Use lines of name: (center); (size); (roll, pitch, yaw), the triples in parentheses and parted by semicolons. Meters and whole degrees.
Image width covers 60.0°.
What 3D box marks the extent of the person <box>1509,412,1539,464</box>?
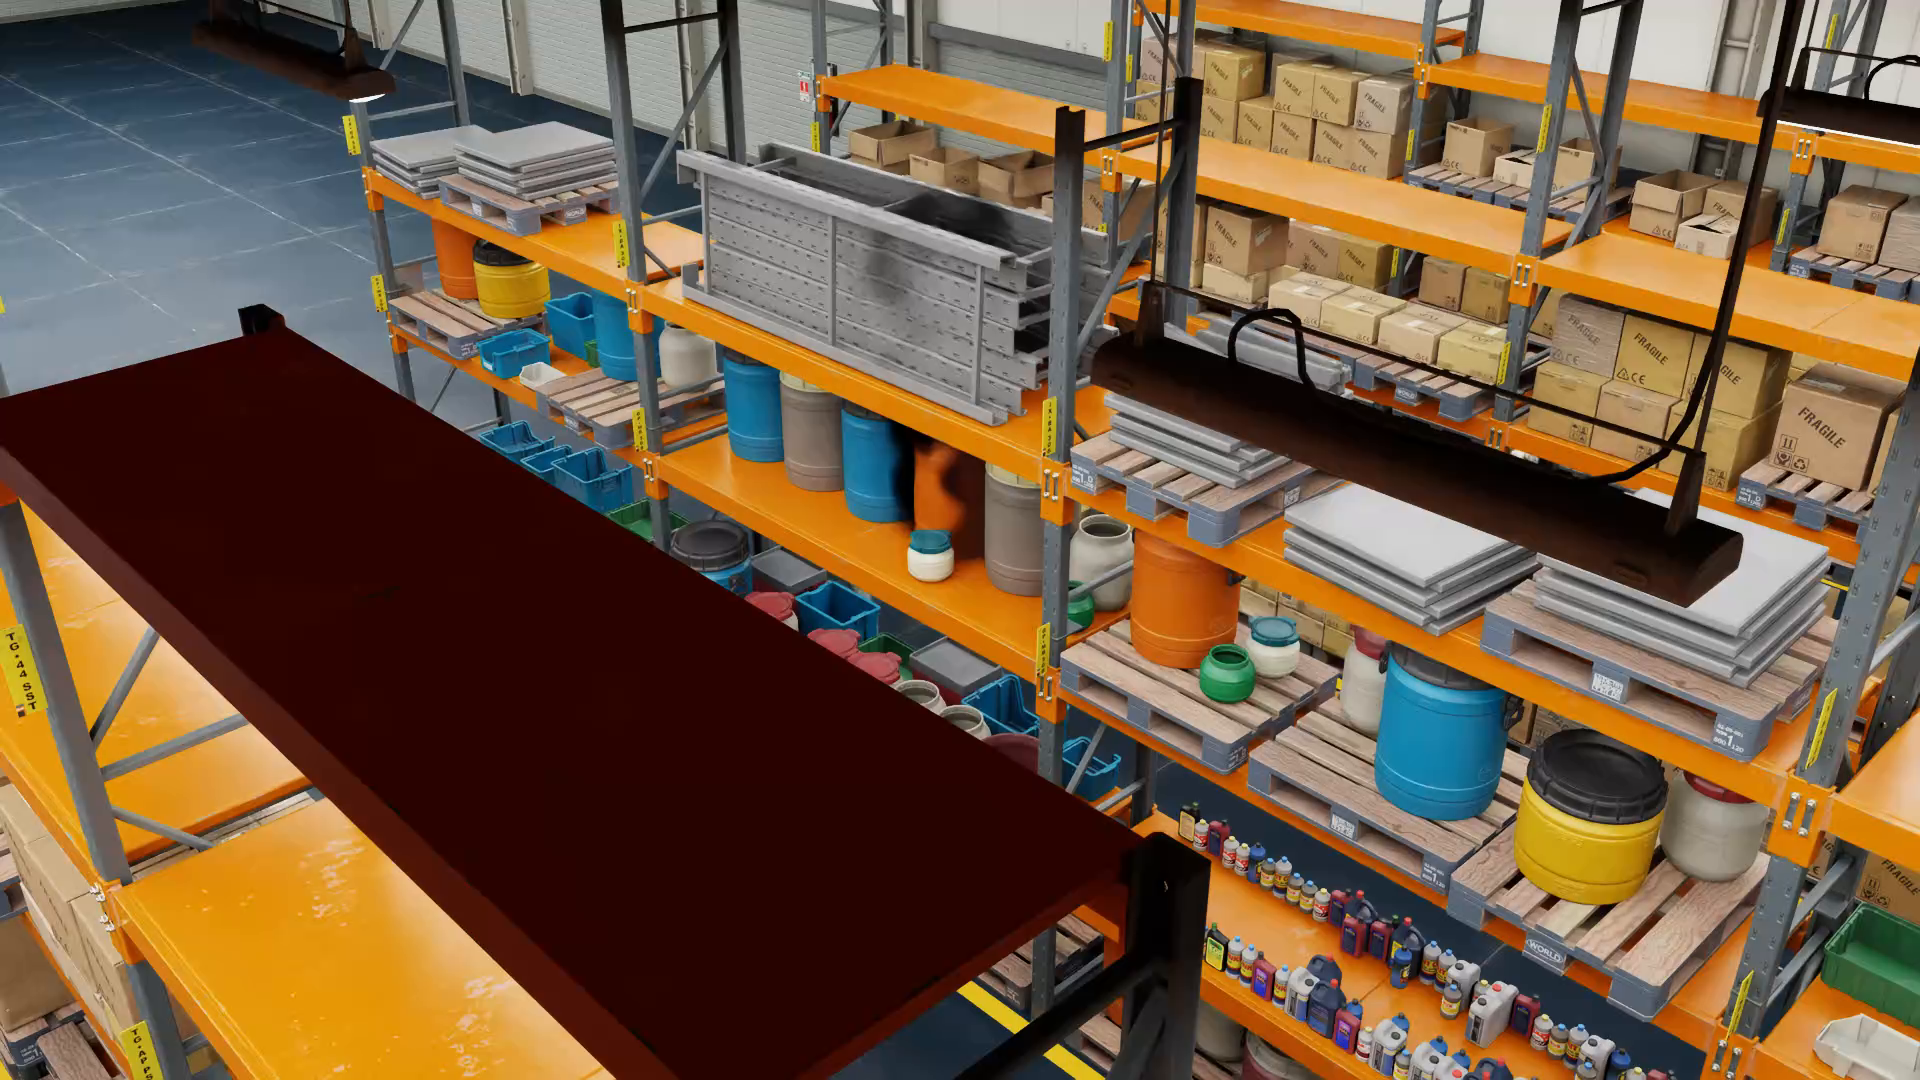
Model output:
person: (5.356, -0.426, 15.952); (0.923, 1.686, 0.558); (23, 36, 36)

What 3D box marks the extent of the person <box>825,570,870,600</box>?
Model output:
person: (-1.081, 0.061, 14.921); (0.733, 1.834, 0.671); (25, 37, 38)
